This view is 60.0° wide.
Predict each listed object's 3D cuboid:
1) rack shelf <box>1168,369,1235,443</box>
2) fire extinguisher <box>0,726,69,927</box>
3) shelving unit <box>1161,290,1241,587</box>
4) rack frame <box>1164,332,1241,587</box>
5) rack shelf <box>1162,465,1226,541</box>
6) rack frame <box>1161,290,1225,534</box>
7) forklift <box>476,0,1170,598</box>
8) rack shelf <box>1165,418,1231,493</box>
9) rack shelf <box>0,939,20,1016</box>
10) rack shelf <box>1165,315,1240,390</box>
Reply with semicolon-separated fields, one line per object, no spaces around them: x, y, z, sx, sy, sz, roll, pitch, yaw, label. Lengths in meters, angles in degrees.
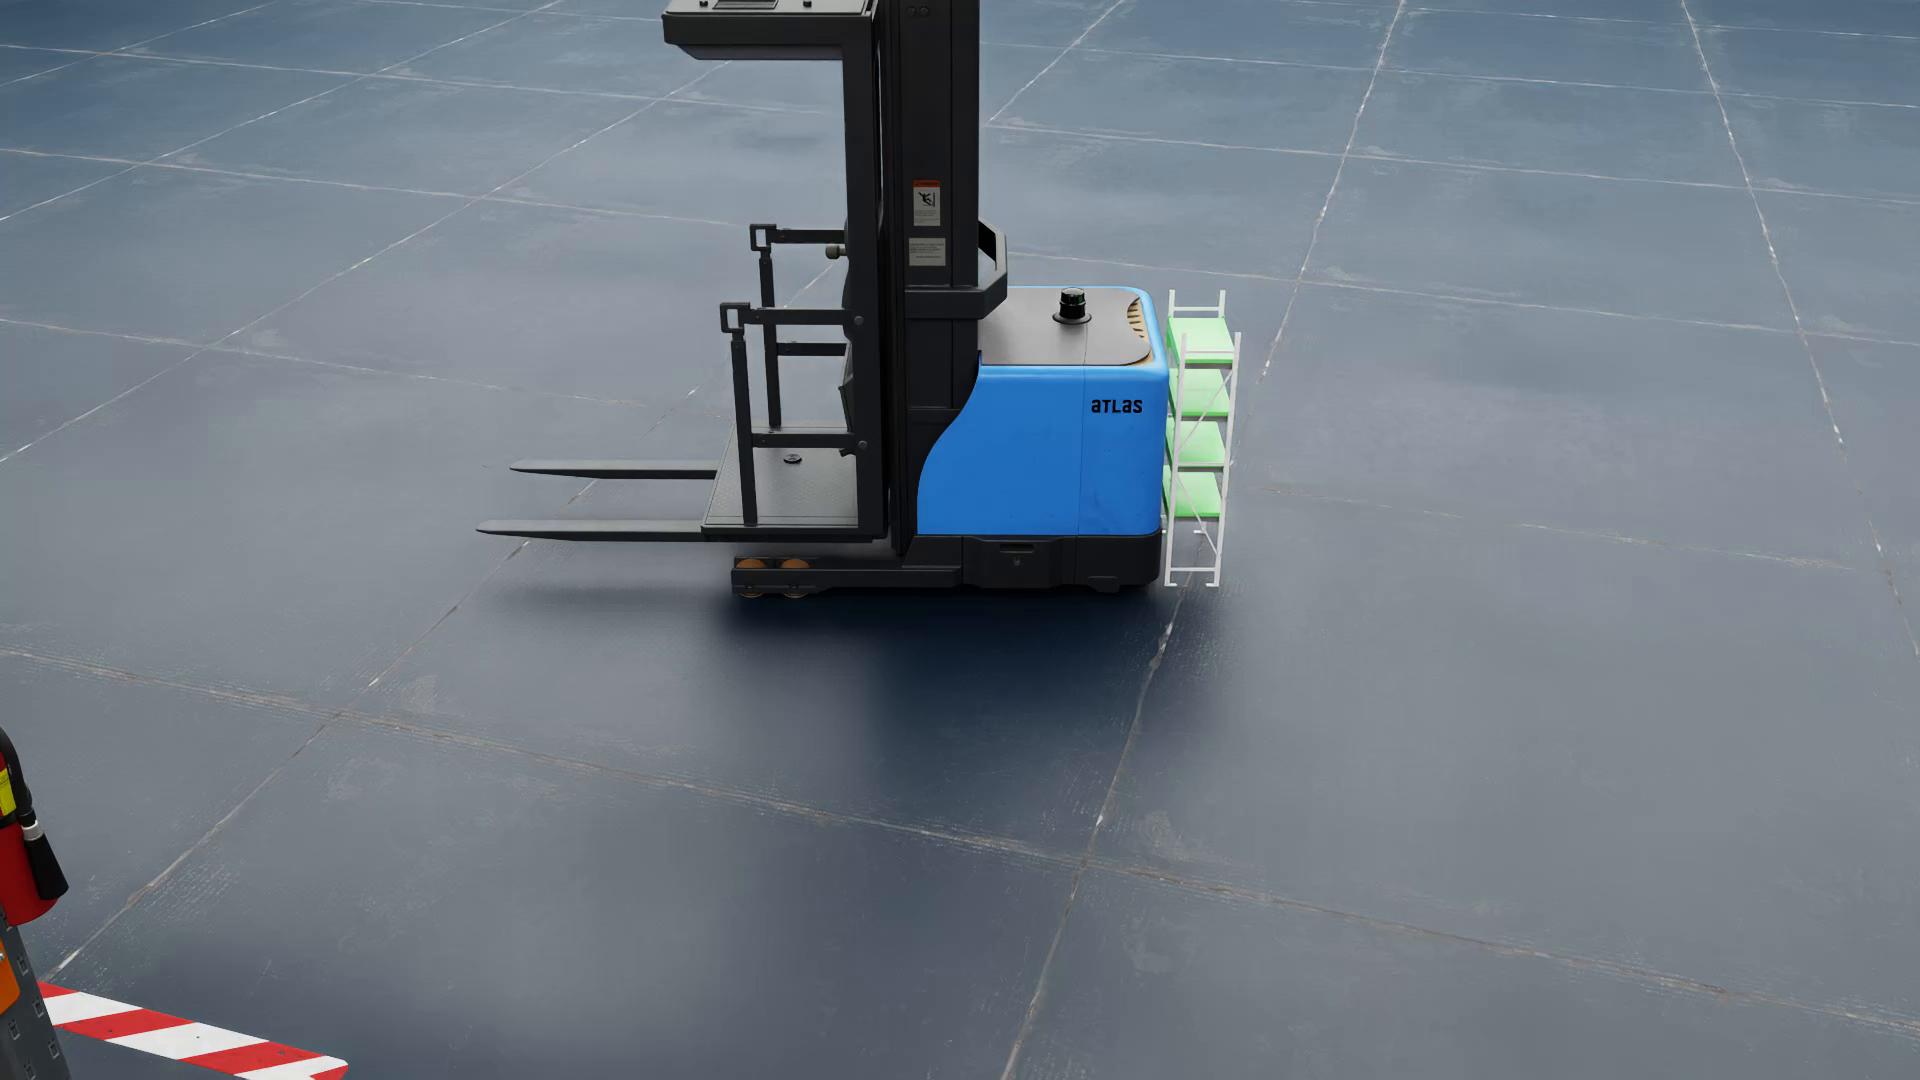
1.031;-0.594;7.221;0.258;0.148;0.480;0;29;1;rack shelf
-2.203;0.560;3.737;0.296;0.674;0.183;8;30;15;fire extinguisher
1.031;-0.440;7.307;0.258;1.200;0.503;0;29;1;shelving unit
1.028;-0.322;7.094;0.240;1.200;0.015;0;29;1;rack frame
1.031;-0.175;7.455;0.258;0.148;0.480;0;29;1;rack shelf
1.033;-0.559;7.520;0.240;1.200;0.015;0;29;1;rack frame
-0.630;-1.284;7.043;3.031;2.935;1.130;0;29;1;forklift
1.031;-0.384;7.338;0.258;0.148;0.480;0;29;1;rack shelf
-3.264;1.757;2.245;1.077;0.370;4.000;8;30;15;rack shelf
1.030;-0.804;7.105;0.258;0.148;0.480;0;29;1;rack shelf
